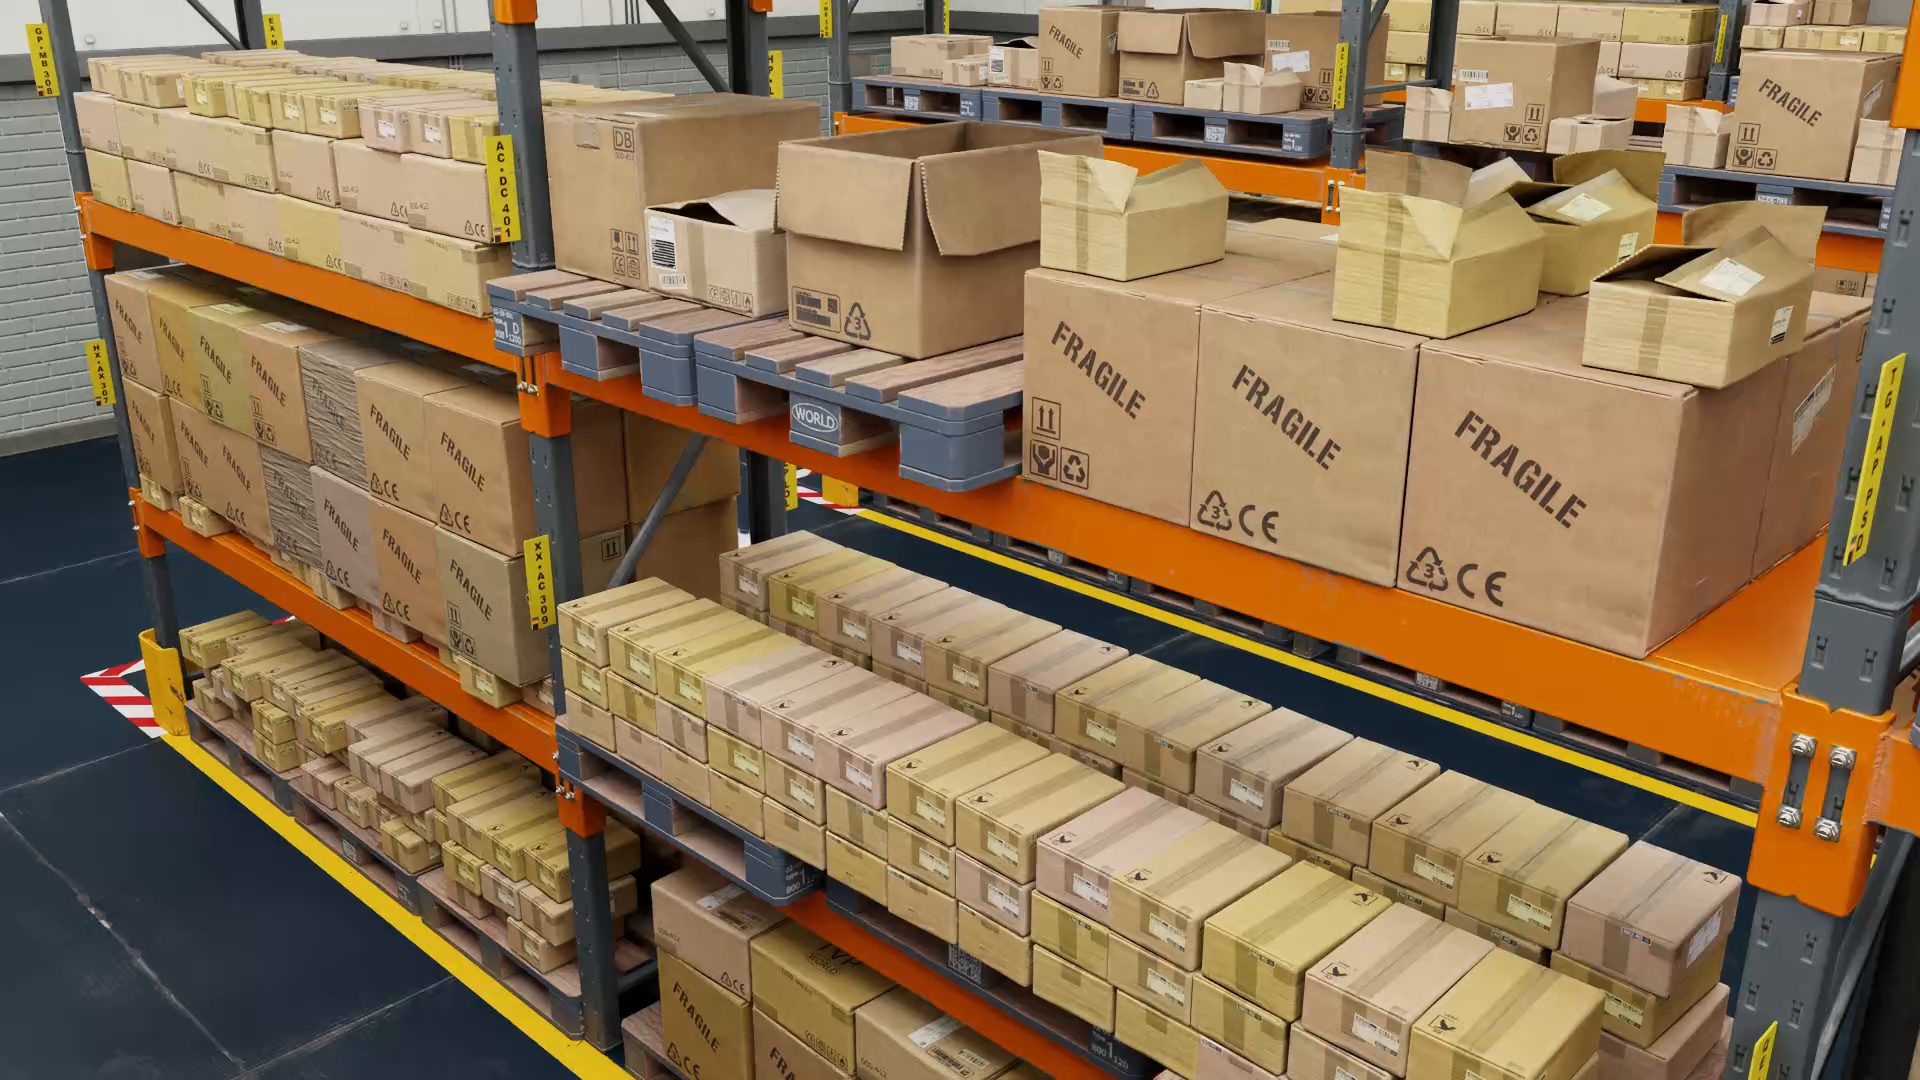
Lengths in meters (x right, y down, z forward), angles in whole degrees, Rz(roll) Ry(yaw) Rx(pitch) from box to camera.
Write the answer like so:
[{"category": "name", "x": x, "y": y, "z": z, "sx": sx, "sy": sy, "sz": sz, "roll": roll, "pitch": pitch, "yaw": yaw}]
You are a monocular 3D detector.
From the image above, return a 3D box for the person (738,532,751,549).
[{"category": "person", "x": -1.205, "y": 0.367, "z": 9.141, "sx": 0.577, "sy": 1.034, "sz": 0.899, "roll": 19, "pitch": 27, "yaw": 41}]
